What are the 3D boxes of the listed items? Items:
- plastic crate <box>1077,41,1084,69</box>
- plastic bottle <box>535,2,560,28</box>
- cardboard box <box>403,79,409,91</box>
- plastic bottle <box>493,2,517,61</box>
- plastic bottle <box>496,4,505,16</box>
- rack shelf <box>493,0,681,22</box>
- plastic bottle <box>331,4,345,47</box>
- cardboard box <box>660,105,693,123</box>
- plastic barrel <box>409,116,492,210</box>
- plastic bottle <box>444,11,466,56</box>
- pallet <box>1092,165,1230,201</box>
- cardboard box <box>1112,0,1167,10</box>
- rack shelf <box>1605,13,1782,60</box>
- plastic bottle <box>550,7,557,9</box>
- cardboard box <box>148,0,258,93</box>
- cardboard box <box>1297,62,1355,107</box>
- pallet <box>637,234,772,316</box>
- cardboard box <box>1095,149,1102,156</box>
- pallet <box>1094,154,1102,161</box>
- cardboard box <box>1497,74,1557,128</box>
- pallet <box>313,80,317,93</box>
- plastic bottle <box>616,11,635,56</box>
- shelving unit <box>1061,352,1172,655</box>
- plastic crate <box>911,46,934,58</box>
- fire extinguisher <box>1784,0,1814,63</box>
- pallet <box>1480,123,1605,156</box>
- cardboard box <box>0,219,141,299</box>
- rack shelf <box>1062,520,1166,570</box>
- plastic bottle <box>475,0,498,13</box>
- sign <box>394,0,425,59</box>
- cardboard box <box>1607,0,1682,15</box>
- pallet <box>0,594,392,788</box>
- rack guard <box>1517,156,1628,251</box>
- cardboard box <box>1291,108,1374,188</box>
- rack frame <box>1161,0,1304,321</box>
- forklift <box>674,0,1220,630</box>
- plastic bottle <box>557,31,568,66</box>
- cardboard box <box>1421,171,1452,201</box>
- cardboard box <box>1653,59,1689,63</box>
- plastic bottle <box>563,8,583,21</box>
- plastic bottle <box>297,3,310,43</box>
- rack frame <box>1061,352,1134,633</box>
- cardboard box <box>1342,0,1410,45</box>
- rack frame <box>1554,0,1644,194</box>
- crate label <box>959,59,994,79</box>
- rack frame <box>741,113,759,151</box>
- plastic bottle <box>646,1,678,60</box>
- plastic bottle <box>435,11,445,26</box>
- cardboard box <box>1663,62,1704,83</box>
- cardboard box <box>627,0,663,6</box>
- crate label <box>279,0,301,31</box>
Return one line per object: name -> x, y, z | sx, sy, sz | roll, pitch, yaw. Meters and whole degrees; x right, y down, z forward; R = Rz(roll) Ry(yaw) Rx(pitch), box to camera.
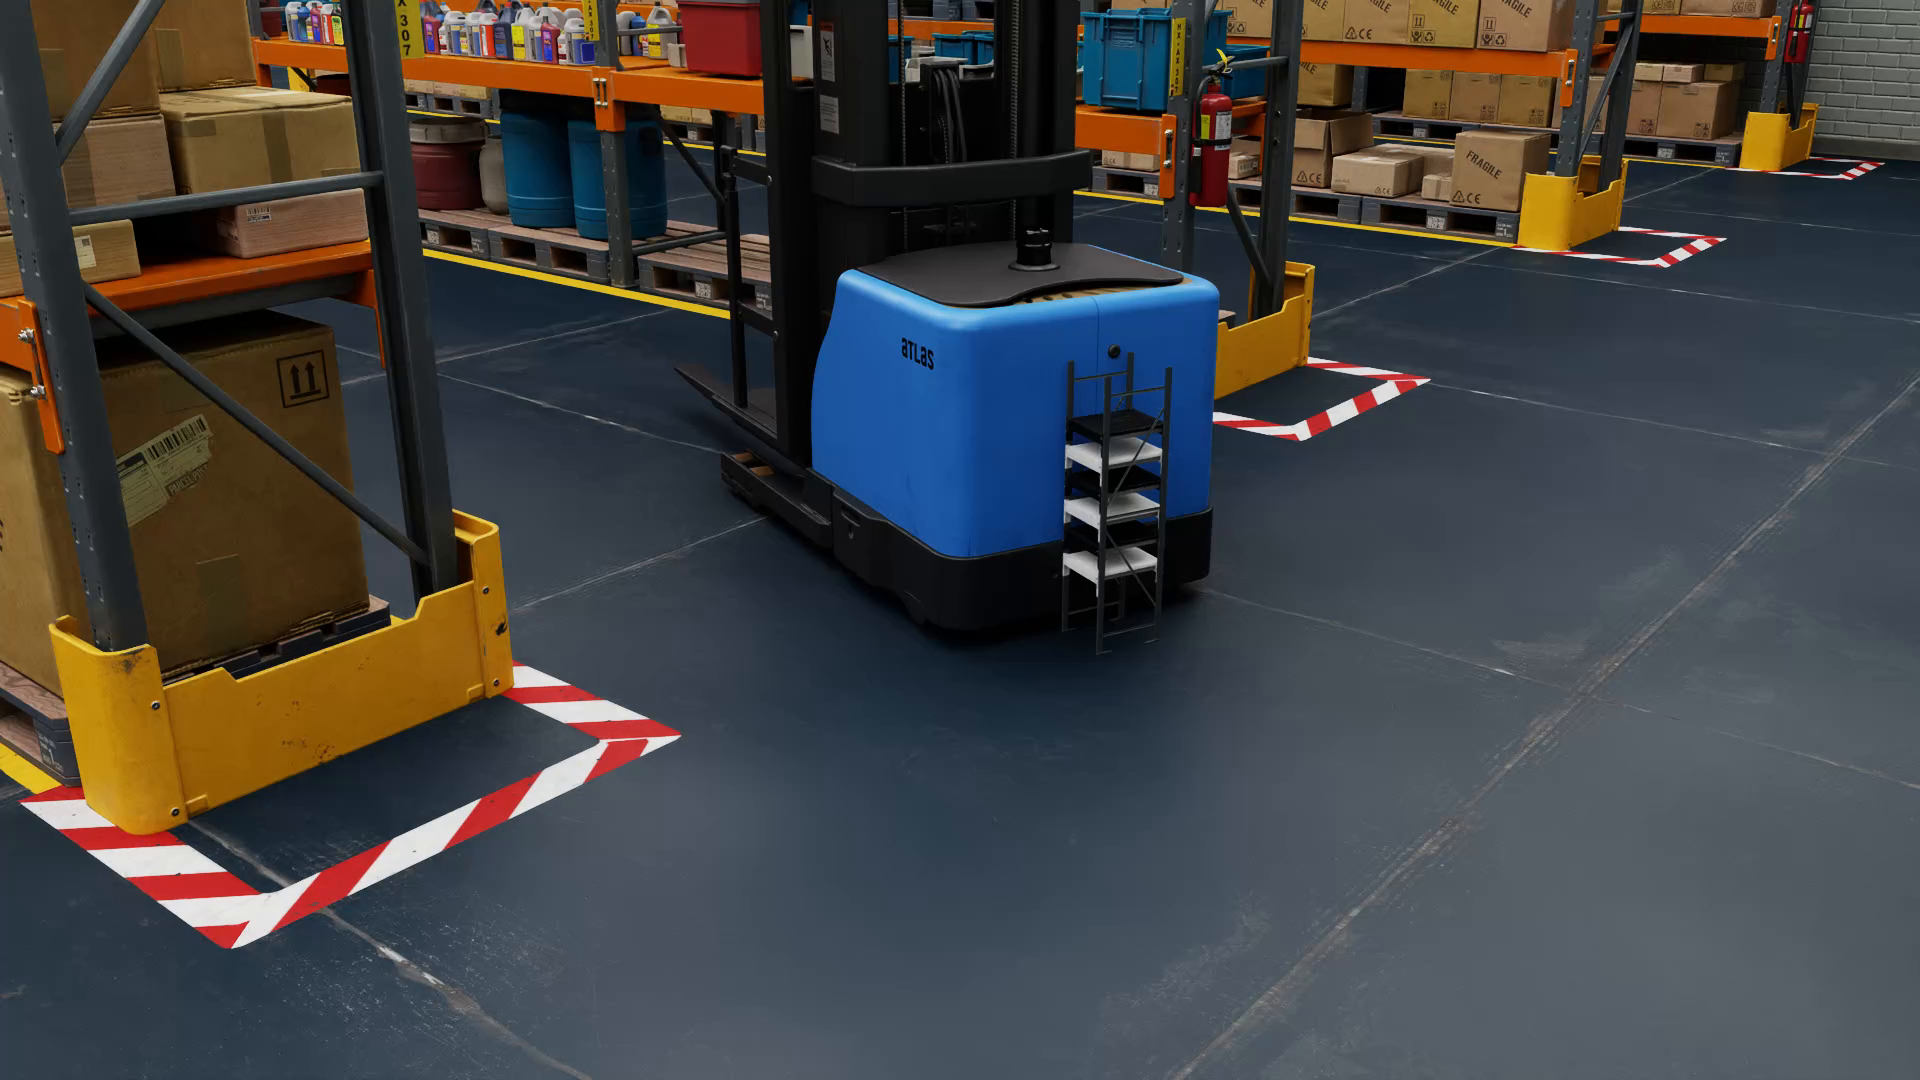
plastic crate -> 0.802, -2.448, 8.560 | 0.300, 0.233, 0.416 | 16, 26, 36
plastic bottle -> -2.632, -3.230, 10.553 | 0.185, 0.351, 0.144 | 16, 26, 36
cardboard box -> -6.530, -5.523, 19.865 | 0.500, 0.250, 0.500 | 16, 26, 36
plastic bottle -> -2.866, -3.232, 10.558 | 0.185, 0.351, 0.144 | 16, 26, 36
plastic bottle -> -3.226, -3.620, 11.682 | 0.133, 0.283, 0.061 | 16, 26, 36
rack shelf -> -3.318, -5.454, 17.399 | 4.000, 0.370, 1.077 | 16, 26, 36
plastic bottle -> -4.339, -3.606, 11.644 | 0.133, 0.283, 0.061 | 16, 26, 36
cardboard box -> -2.732, -4.419, 16.936 | 0.500, 0.250, 0.500 | 16, 26, 36
plastic barrel -> -3.638, -2.703, 11.906 | 0.708, 0.588, 0.600 | 16, 26, 36
plastic bottle -> -3.272, -3.316, 10.886 | 0.135, 0.276, 0.152 | 16, 26, 36
pallet -> 1.862, -2.993, 13.807 | 1.213, 0.211, 1.003 | 16, 26, 36
cardboard box -> 1.553, -4.310, 13.205 | 0.500, 0.500, 0.500 | 17, 26, 38
rack shelf -> 6.009, -5.024, 16.259 | 4.000, 0.370, 1.077 | 16, 26, 36
plastic bottle -> -2.819, -3.506, 11.390 | 0.135, 0.276, 0.152 | 16, 26, 36
cardboard box -> -2.426, -1.564, 4.794 | 0.500, 0.500, 0.500 | 15, 26, 35
cardboard box -> 3.874, -5.107, 17.911 | 0.750, 0.750, 0.750 | 16, 26, 37
pallet -> -1.210, -1.640, 10.219 | 1.213, 0.211, 1.003 | 16, 26, 36
cardboard box -> 1.110, -3.662, 14.548 | 0.500, 0.500, 0.500 | 15, 25, 34
pallet -> 0.677, -3.318, 14.668 | 1.213, 0.211, 1.003 | 16, 26, 36
cardboard box -> 5.758, -4.411, 16.560 | 0.500, 0.500, 0.700 | 17, 26, 37
pallet -> -7.347, -5.665, 20.891 | 1.213, 0.211, 1.003 | 16, 26, 36
plastic bottle -> -2.205, -3.329, 10.922 | 0.135, 0.276, 0.152 | 16, 26, 36
shelving unit -> 0.483, -0.112, 5.189 | 0.258, 0.900, 0.210 | -11, 23, -27
plastic crate -> -0.265, -2.697, 9.357 | 0.466, 0.136, 0.293 | 16, 26, 36
fire extinguisher -> 7.384, -4.544, 14.604 | 0.183, 0.674, 0.296 | 16, 26, 36
pallet -> 5.949, -4.039, 16.579 | 1.213, 0.211, 1.003 | 16, 26, 36
cardboard box -> -2.321, -0.724, 4.193 | 0.250, 0.149, 0.380 | 17, 26, 37
rack shelf -> 0.483, 0.004, 5.233 | 0.258, 0.077, 0.200 | -11, 23, -27
plastic bottle -> -3.338, -3.692, 11.778 | 0.185, 0.351, 0.144 | 16, 26, 36
sign -> -1.481, -1.445, 4.409 | 0.005, 0.325, 0.100 | 16, 26, 36
cardboard box -> 6.587, -5.325, 15.612 | 0.700, 0.700, 0.980 | 16, 26, 36
pallet -> -2.506, 0.296, 5.085 | 1.213, 0.211, 1.003 | 16, 26, 36
rack guard -> 4.371, -2.407, 11.841 | 0.348, 0.500, 1.175 | 16, 26, 36
cardboard box -> 2.789, -3.072, 12.977 | 0.637, 0.503, 0.797 | 16, 26, 36
rack frame -> 1.295, -2.206, 7.767 | 0.127, 3.000, 1.000 | 16, 26, 36
forklift -> -0.300, -1.564, 6.161 | 1.130, 2.935, 3.031 | -11, 23, -27
plastic bottle -> -2.421, -3.023, 10.216 | 0.097, 0.201, 0.097 | 0, 21, 0
cardboard box -> 3.596, -2.608, 12.226 | 0.250, 0.166, 0.380 | 16, 26, 36
cardboard box -> 6.784, -4.513, 15.913 | 0.250, 0.149, 0.380 | 16, 26, 36
plastic bottle -> -2.639, -3.454, 11.253 | 0.135, 0.276, 0.152 | 16, 26, 36
plastic bottle -> -4.700, -3.712, 11.944 | 0.097, 0.271, 0.097 | 0, 21, 0
rack frame -> 0.434, -0.143, 5.273 | 0.240, 0.900, 0.006 | -11, 23, -27
cardboard box -> 3.123, -3.859, 12.009 | 0.500, 0.500, 0.500 | 16, 26, 37
rack frame -> 4.430, -3.559, 11.355 | 0.127, 3.000, 1.000 | 16, 26, 36
crate label -> 0.102, -2.367, 8.483 | 0.243, 0.136, 0.396 | 16, 26, 36
rack frame -> -1.768, -5.344, 16.088 | 0.127, 3.000, 1.000 | 16, 26, 36
plastic bottle -> -1.903, -3.252, 10.609 | 0.185, 0.351, 0.144 | 16, 26, 36
plastic bottle -> -3.444, -3.378, 11.058 | 0.097, 0.271, 0.097 | 0, 21, 0
cardboard box -> 6.739, -4.352, 15.487 | 0.250, 0.149, 0.380 | 16, 26, 36
cardboard box -> -3.078, -5.761, 17.052 | 0.500, 0.500, 0.500 | 14, 25, 33
crate label -> -5.502, -4.303, 13.278 | 0.616, 0.435, 0.502 | 16, 26, 36
